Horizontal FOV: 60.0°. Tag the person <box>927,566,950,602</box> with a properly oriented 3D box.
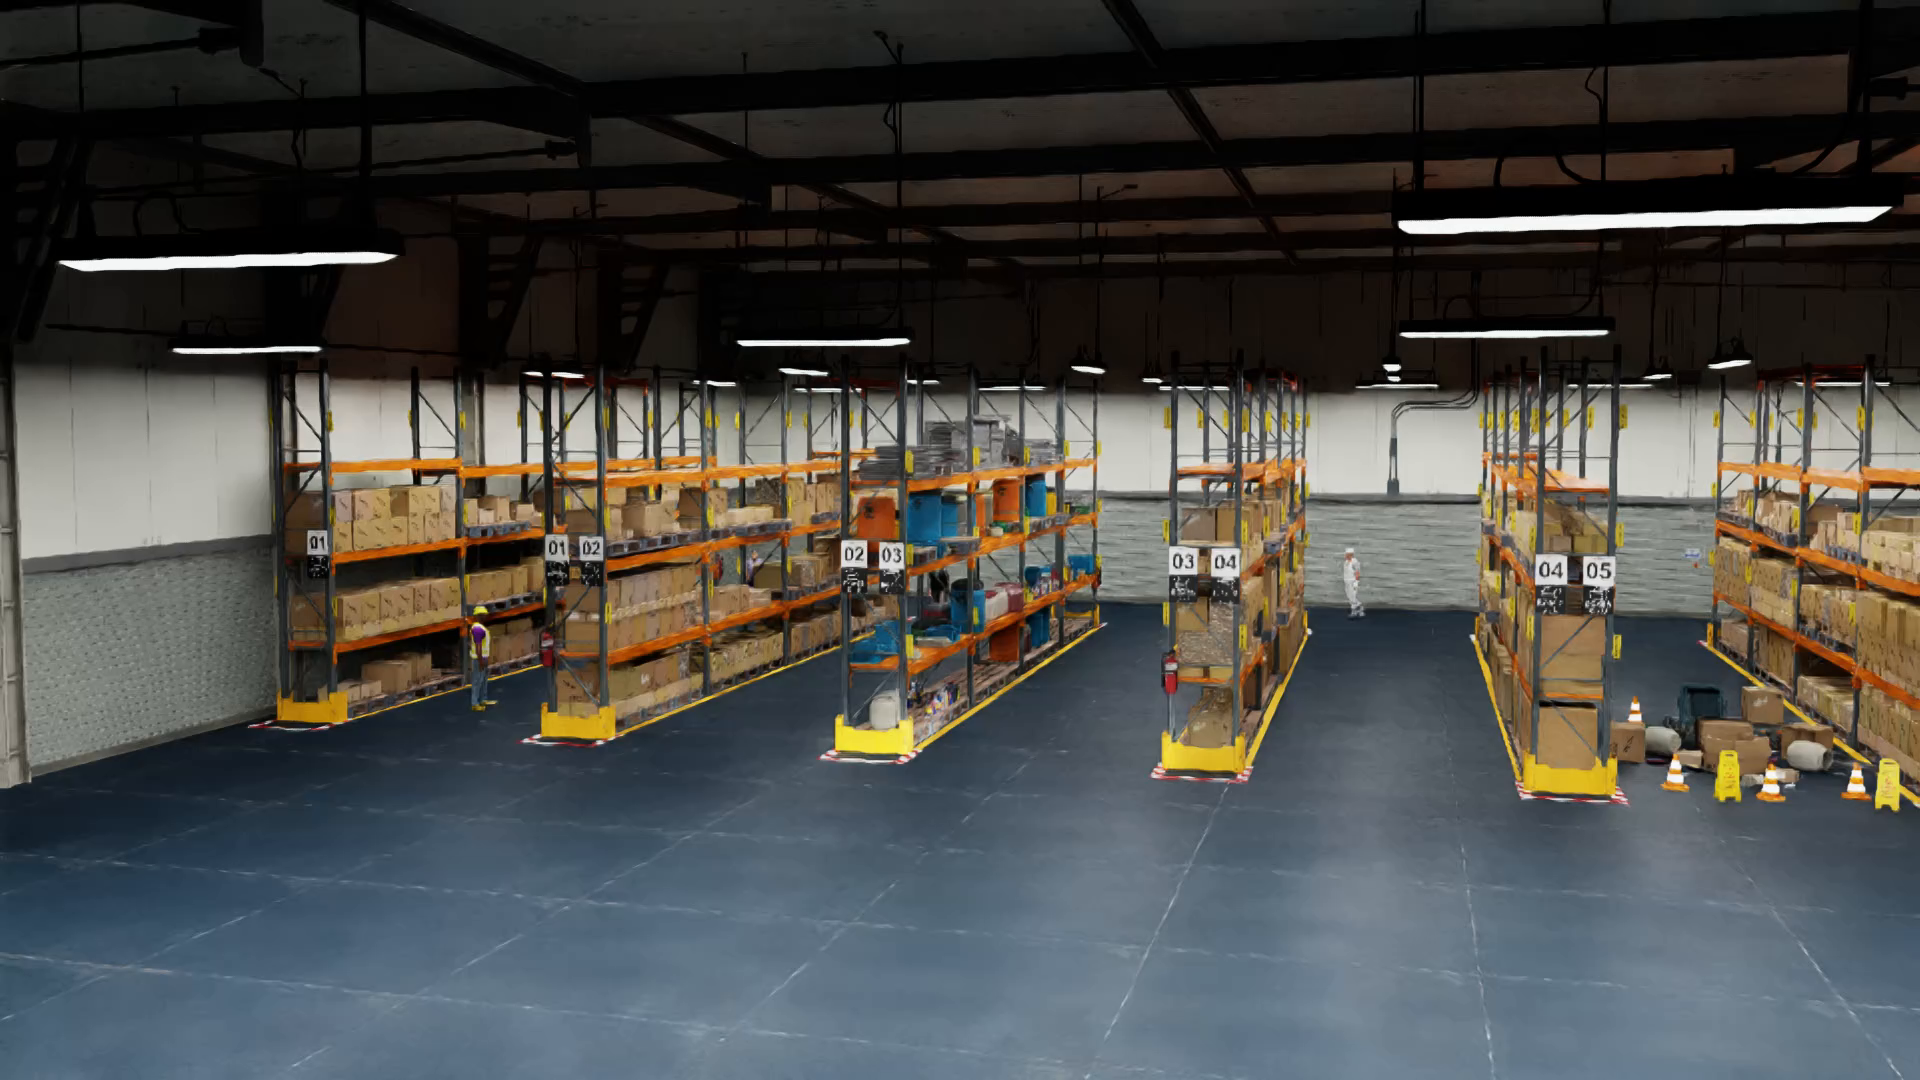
[{"bbox_3d":[-0.557,1.204,41.147,0.546,1.644,1.106,1,4,12],"label":"person"}]

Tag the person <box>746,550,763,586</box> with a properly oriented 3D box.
[{"bbox_3d":[-5.408,1.036,44.088,0.664,1.583,0.797,0,4,-4],"label":"person"}]

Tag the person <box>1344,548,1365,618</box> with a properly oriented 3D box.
[{"bbox_3d":[9.939,1.083,41.984,0.459,1.778,0.686,-2,4,-22],"label":"person"}]

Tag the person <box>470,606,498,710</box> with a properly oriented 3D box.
[{"bbox_3d":[-8.257,2.028,28.818,0.463,1.772,0.649,-1,4,-14],"label":"person"}]
